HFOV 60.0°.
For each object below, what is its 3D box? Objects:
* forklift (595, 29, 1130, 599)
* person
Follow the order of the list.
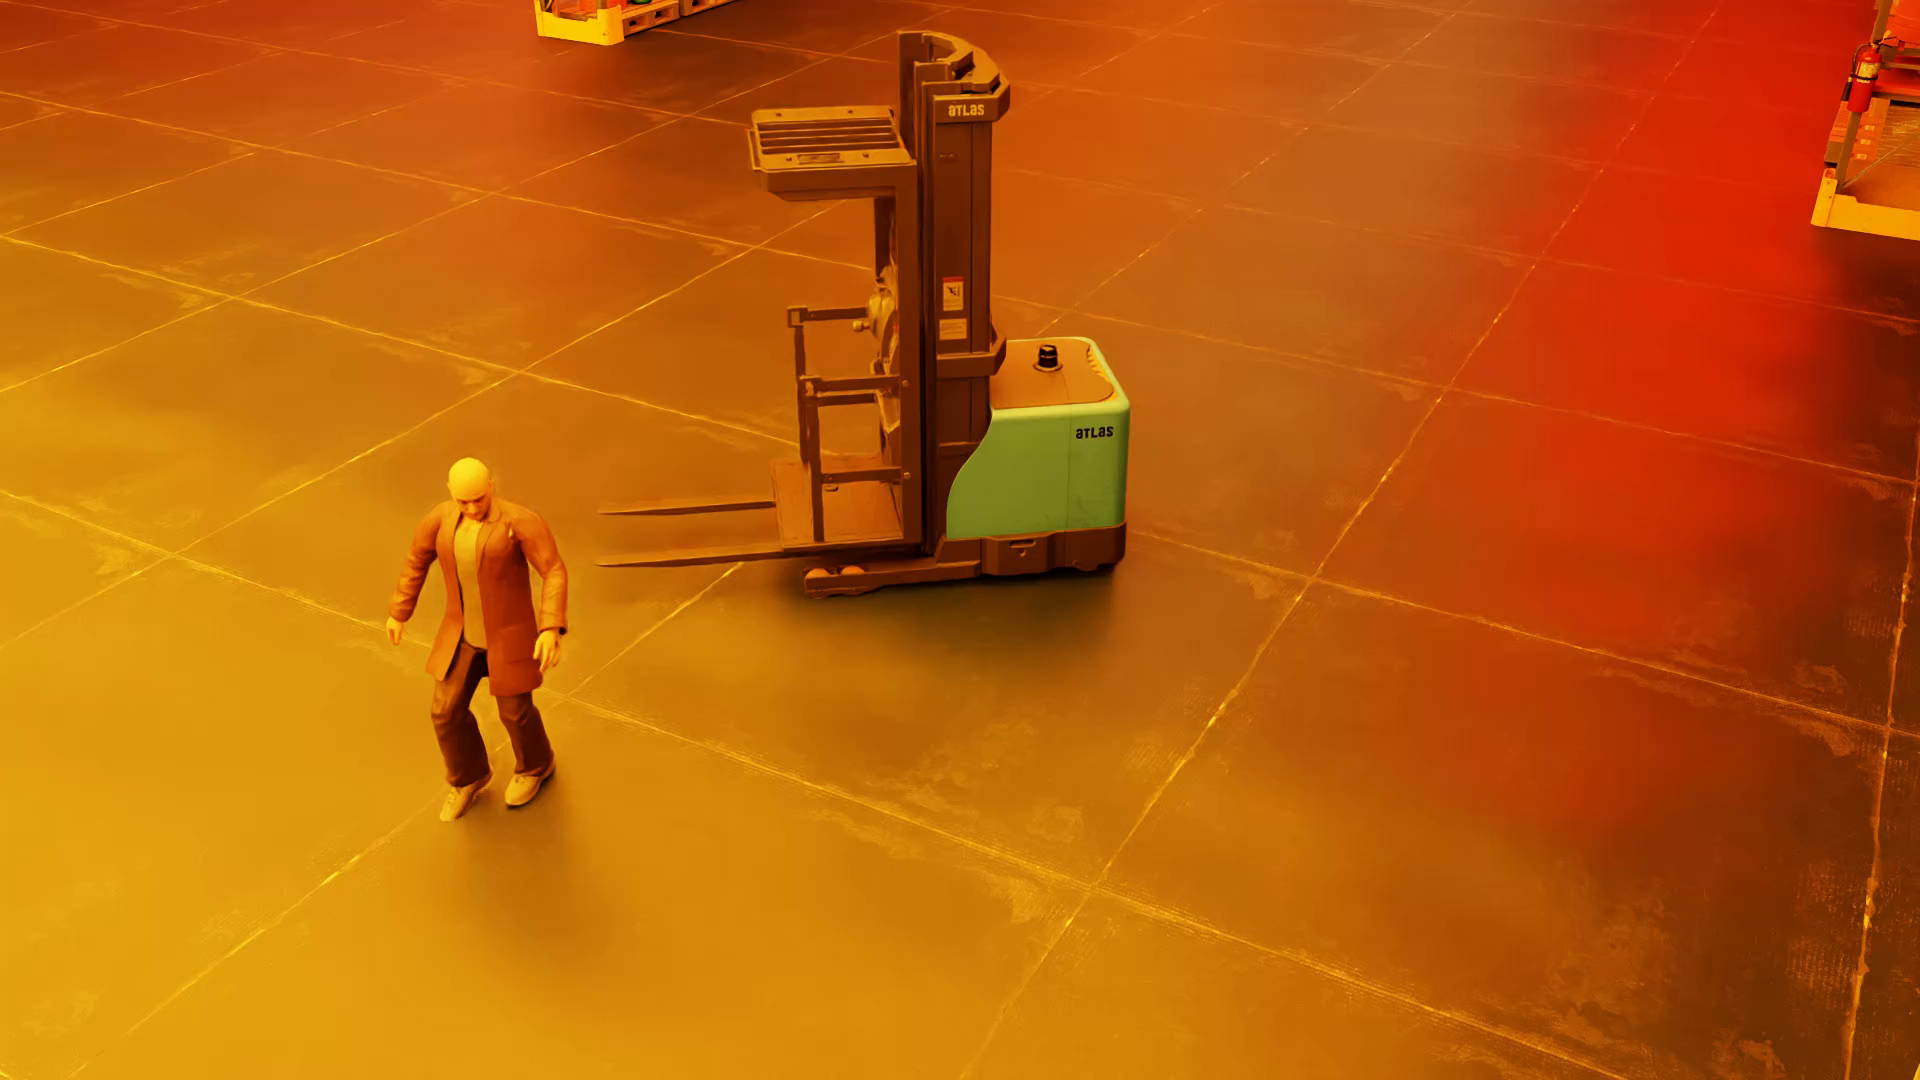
[{"bbox_3d":[-0.603,-1.220,9.184,3.031,2.935,1.130,-5,30,-8],"label":"forklift"},{"bbox_3d":[-2.140,0.478,7.478,0.994,1.808,0.557,9,31,15],"label":"person"}]
